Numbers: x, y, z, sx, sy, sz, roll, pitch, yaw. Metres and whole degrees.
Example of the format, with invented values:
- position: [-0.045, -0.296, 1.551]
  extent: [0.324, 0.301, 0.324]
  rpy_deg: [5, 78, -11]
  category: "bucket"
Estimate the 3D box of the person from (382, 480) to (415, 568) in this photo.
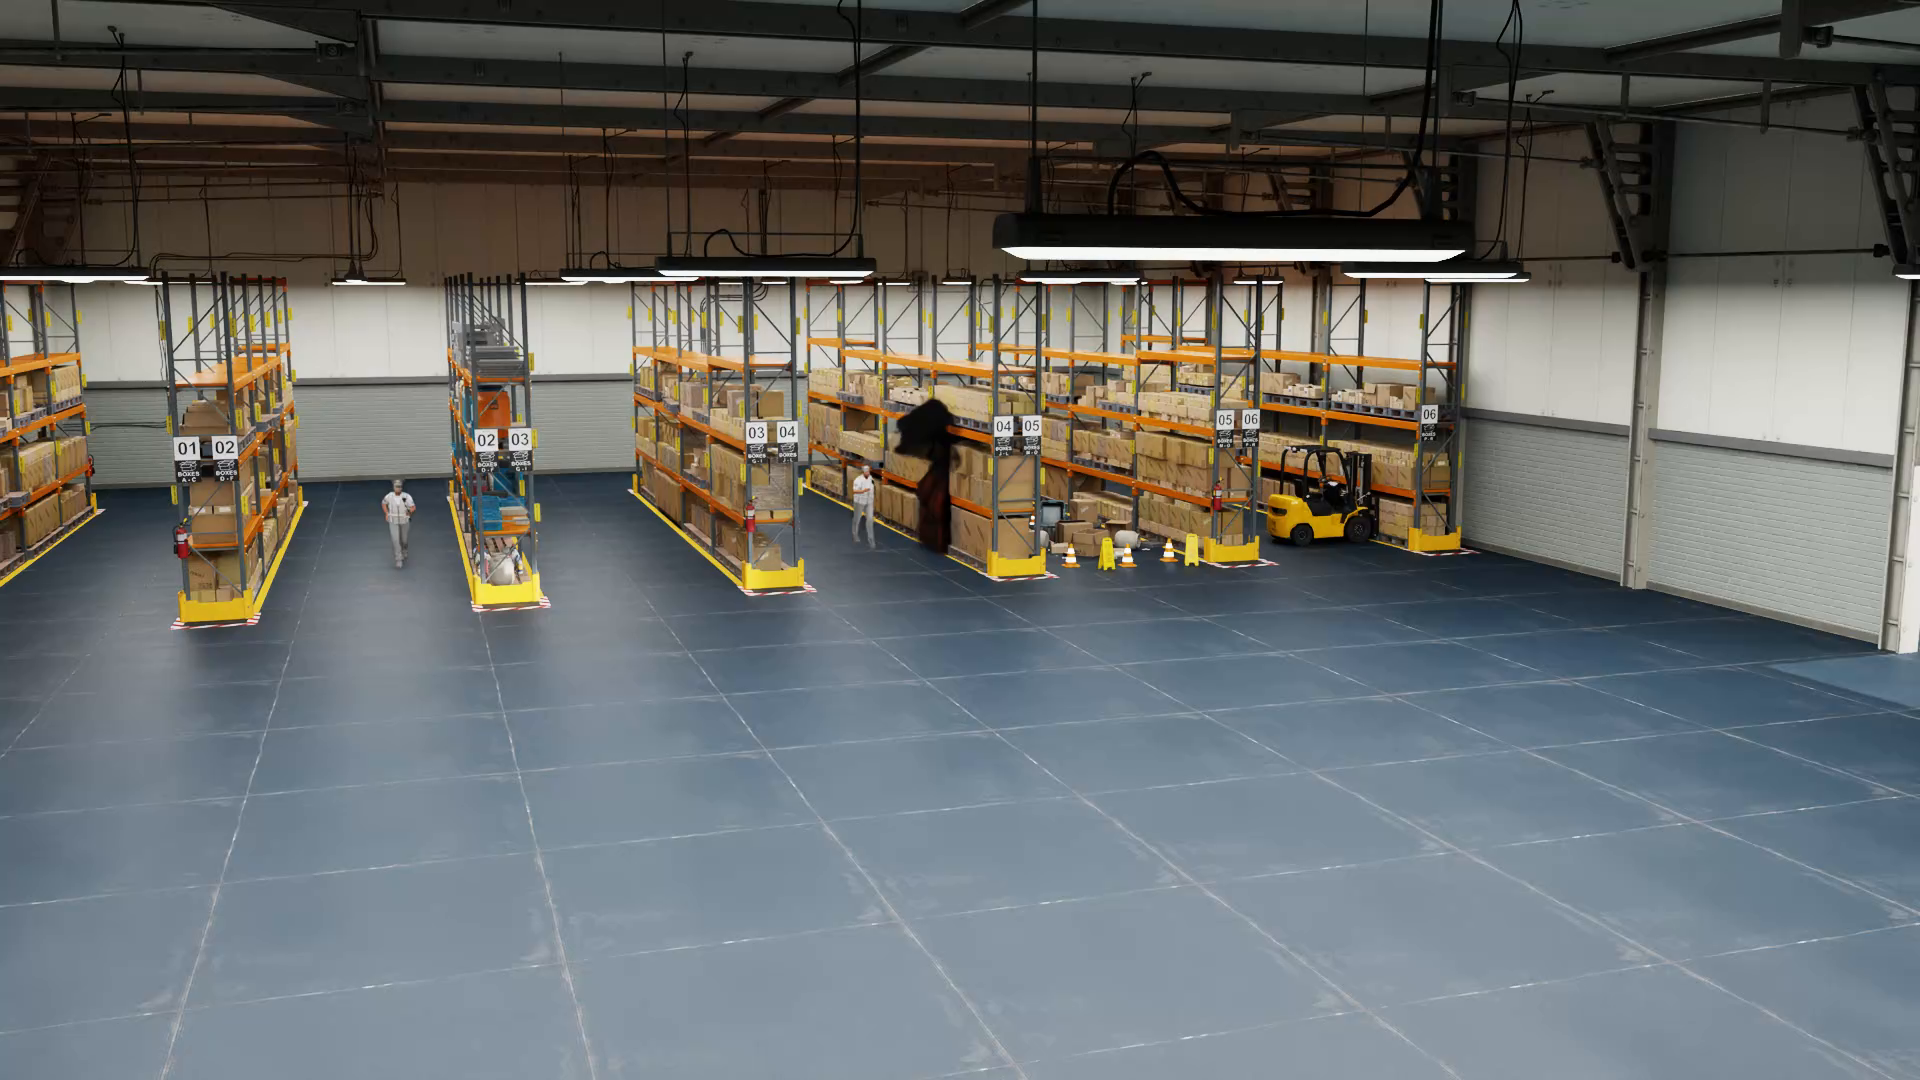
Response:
- position: [-11.704, -0.372, 34.714]
  extent: [0.664, 1.791, 0.931]
  rpy_deg: [-3, 9, -19]
  category: "person"

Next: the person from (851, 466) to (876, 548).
- position: [-2.084, -0.734, 35.759]
  extent: [0.609, 1.768, 0.831]
  rpy_deg: [-5, 10, -31]
  category: "person"
